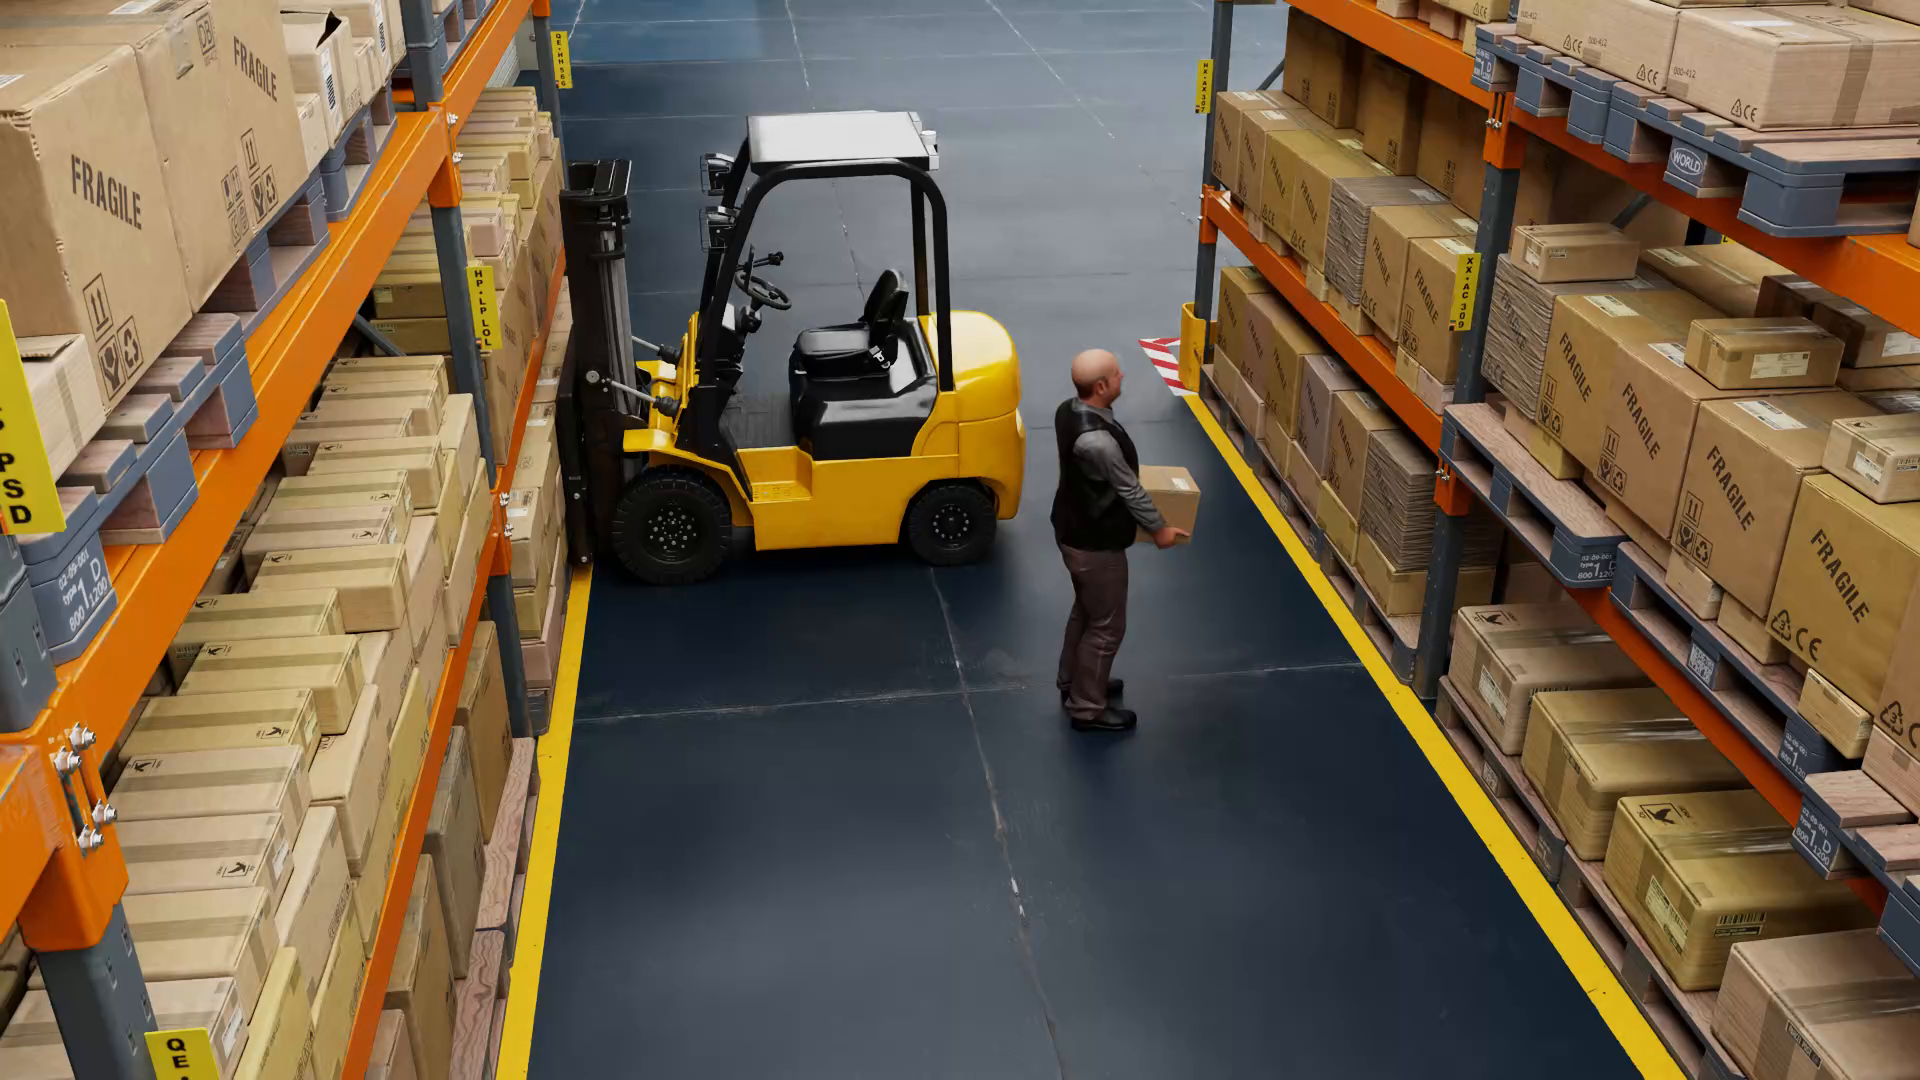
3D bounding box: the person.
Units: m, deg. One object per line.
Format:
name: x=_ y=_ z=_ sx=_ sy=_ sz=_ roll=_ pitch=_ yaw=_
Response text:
person: x=0.675 y=-0.014 z=7.178 sx=0.555 sy=1.718 sz=0.495 roll=-3 pitch=27 yaw=-7
